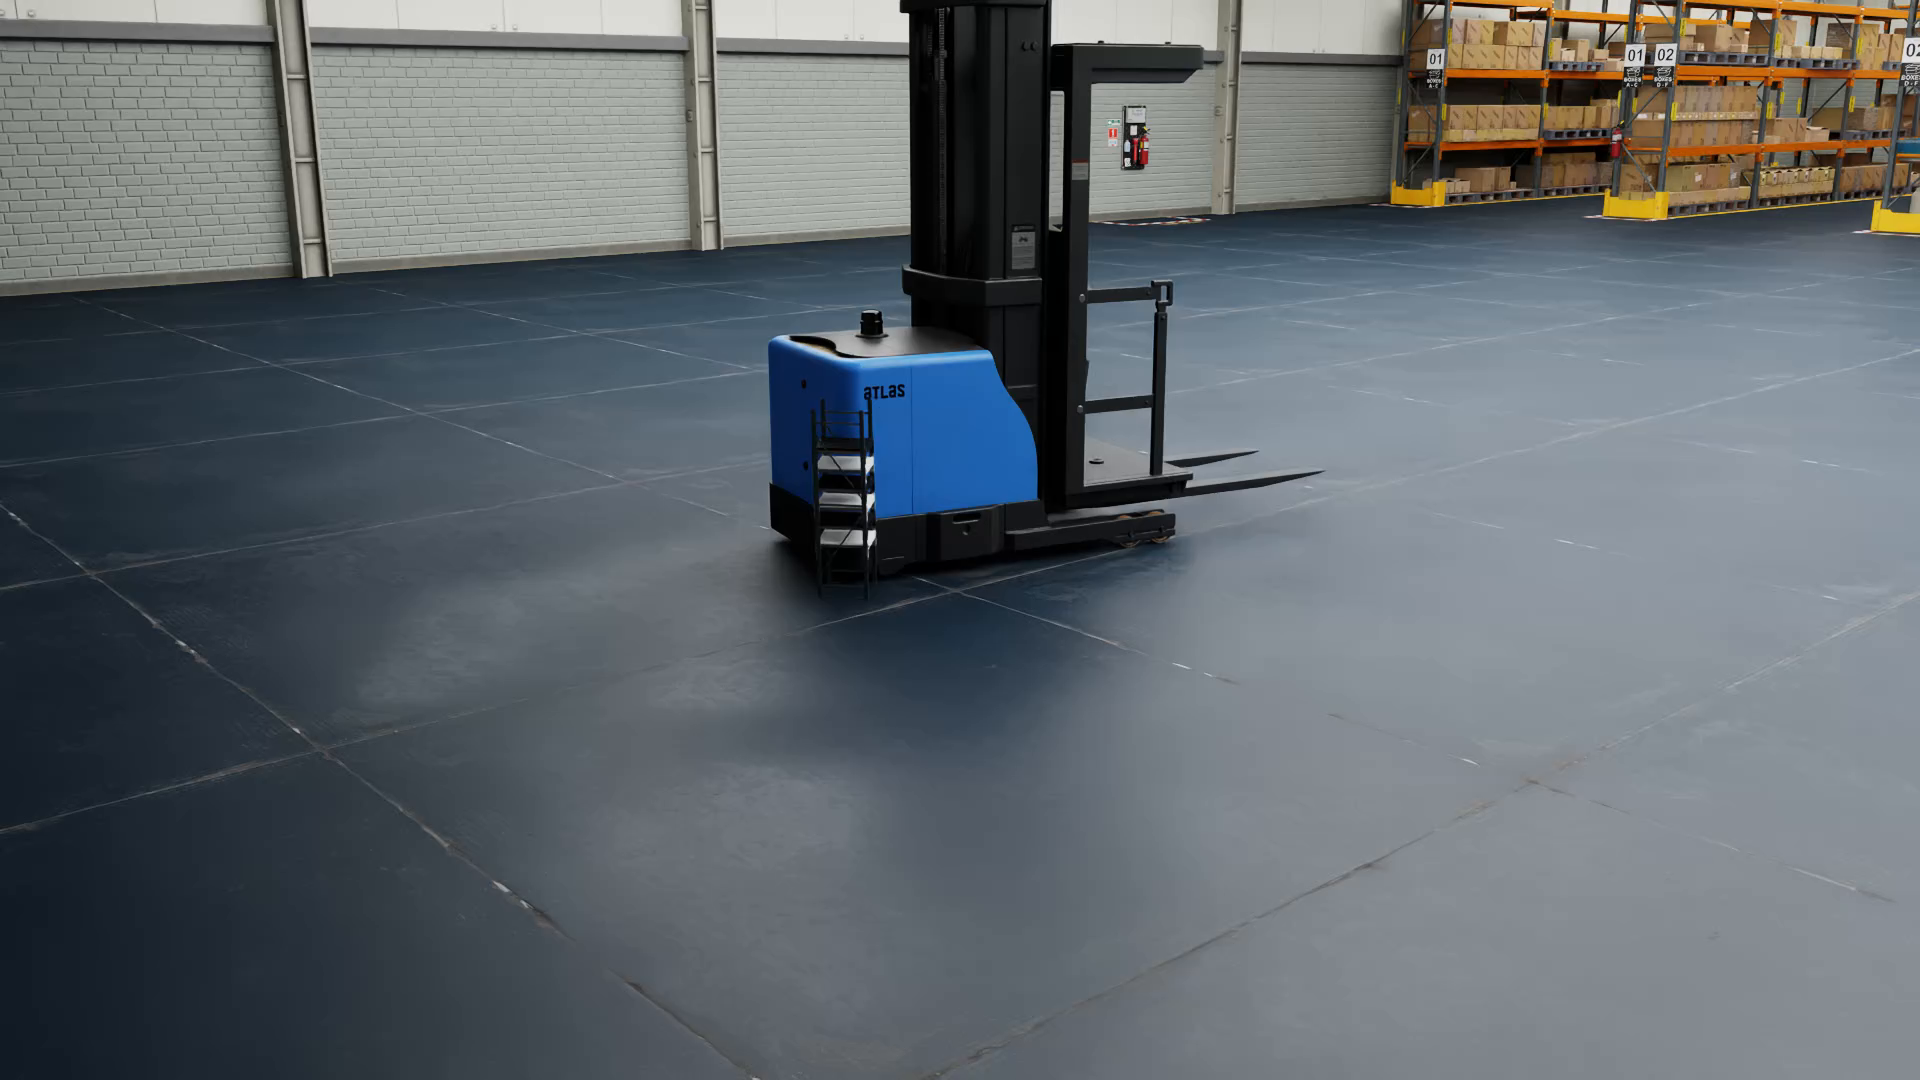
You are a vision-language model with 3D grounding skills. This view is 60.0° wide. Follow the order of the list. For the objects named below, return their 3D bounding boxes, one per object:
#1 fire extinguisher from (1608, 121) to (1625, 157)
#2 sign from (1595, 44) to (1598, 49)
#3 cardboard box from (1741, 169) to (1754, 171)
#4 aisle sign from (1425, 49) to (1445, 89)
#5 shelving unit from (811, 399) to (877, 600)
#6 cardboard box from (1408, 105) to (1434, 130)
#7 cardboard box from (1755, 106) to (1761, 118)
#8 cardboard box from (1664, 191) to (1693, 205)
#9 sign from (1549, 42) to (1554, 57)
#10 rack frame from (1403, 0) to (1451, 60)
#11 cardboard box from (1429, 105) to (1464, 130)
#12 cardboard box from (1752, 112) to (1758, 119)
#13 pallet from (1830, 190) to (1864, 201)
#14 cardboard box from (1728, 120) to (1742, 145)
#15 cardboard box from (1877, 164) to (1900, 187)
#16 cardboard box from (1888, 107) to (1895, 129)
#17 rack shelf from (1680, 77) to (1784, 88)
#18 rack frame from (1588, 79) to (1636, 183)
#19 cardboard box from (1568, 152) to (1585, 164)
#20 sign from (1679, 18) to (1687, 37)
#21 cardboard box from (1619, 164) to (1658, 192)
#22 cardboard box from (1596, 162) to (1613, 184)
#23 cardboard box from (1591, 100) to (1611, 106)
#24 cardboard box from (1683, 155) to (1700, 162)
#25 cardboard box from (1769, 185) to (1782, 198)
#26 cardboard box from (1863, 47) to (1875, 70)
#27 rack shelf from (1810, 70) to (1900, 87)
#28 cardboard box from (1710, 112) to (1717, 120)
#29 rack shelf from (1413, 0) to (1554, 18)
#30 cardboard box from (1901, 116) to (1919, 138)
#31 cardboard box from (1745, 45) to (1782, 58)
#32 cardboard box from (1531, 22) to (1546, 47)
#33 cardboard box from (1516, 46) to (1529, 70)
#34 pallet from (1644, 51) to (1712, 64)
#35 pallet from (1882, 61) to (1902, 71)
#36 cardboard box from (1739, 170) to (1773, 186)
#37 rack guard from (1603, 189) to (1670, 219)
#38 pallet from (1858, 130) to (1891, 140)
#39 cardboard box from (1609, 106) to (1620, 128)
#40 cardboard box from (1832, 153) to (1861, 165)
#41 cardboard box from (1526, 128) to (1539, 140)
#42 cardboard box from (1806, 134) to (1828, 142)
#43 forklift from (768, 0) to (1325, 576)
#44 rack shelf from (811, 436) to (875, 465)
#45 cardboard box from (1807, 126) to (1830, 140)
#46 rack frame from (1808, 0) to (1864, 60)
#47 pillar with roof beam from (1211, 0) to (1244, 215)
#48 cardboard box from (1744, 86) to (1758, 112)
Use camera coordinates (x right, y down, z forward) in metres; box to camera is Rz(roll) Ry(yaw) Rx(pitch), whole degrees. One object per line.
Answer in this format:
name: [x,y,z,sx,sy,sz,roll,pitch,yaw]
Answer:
fire extinguisher: [12.630,-7.715,31.969,0.183,0.674,0.296,-13,19,-39]
sign: [15.446,-11.847,40.322,0.005,0.325,0.100,-13,19,-39]
cardboard box: [16.547,-7.718,35.261,0.500,0.311,0.500,-12,19,-38]
aisle sign: [9.912,-9.831,34.703,0.004,0.787,0.394,-13,19,-39]
shelving unit: [-0.533,-0.187,7.685,0.258,0.900,0.210,2,19,7]
cardboard box: [9.985,-9.066,35.677,0.500,0.500,0.500,-13,20,-40]
cardboard box: [20.919,-11.287,44.611,0.700,0.700,0.980,-13,20,-40]
cardboard box: [13.949,-6.689,32.494,0.500,0.250,0.500,-13,19,-39]
sign: [13.149,-10.918,36.996,0.005,0.325,0.100,-13,19,-39]
rack frame: [9.769,-11.544,34.529,0.127,3.000,1.000,-13,19,-39]
cardboard box: [10.327,-8.967,35.307,0.500,0.500,0.500,-13,19,-39]
cardboard box: [15.977,-8.633,33.807,0.250,0.149,0.380,-13,20,-39]
pallet: [19.647,-7.809,37.575,1.213,0.211,1.003,-13,19,-39]
cardboard box: [15.317,-8.240,33.594,0.500,0.500,0.700,-13,20,-40]
cardboard box: [21.514,-8.498,38.742,0.500,0.500,0.500,-13,19,-39]
cardboard box: [21.572,-9.929,39.101,0.700,0.500,0.500,8,17,28]
rack shelf: [20.330,-12.119,43.888,4.000,0.370,1.077,-13,19,-39]
rack frame: [15.804,-10.001,40.377,0.127,3.000,1.000,-13,19,-39]
cardboard box: [14.439,-9.063,39.406,0.500,0.250,0.500,-13,20,-40]
sign: [13.384,-9.482,30.777,0.005,0.325,0.100,-13,19,-39]
cardboard box: [13.233,-7.067,32.456,0.500,0.500,0.500,-13,19,-39]
cardboard box: [15.295,-8.873,40.148,0.500,0.500,0.700,-12,19,-39]
cardboard box: [15.331,-10.453,39.768,0.380,0.149,0.250,12,19,38]
cardboard box: [18.417,-9.707,42.630,0.750,0.750,0.750,-12,19,-39]
cardboard box: [16.895,-7.340,34.931,0.500,0.250,0.500,-12,19,-38]
cardboard box: [19.750,-10.701,36.993,0.500,0.500,0.910,-13,19,-39]
rack shelf: [20.567,-10.477,37.743,4.000,0.370,1.077,-13,19,-39]
cardboard box: [14.621,-8.328,32.665,0.250,0.149,0.380,-12,19,-39]
rack shelf: [11.278,-11.533,35.891,4.000,0.370,1.077,-13,19,-39]
cardboard box: [22.640,-9.796,39.417,0.500,0.500,0.500,-12,19,-38]
cardboard box: [16.512,-10.041,34.194,0.500,0.250,0.500,-10,18,-34]
cardboard box: [12.587,-11.175,36.793,0.500,0.500,0.500,14,20,42]
cardboard box: [12.178,-10.613,36.626,0.500,0.500,0.500,14,20,42]
pallet: [13.574,-9.203,31.749,1.213,0.211,1.003,-13,19,-39]
pallet: [20.758,-10.800,37.920,1.003,0.211,1.213,-13,19,-39]
cardboard box: [16.516,-7.526,34.541,0.500,0.311,0.500,-13,19,-39]
rack guard: [13.006,-6.470,32.002,0.348,0.500,1.175,-13,19,-39]
pallet: [20.523,-9.274,38.030,1.213,0.211,1.003,-13,19,-39]
cardboard box: [15.456,-10.180,40.002,0.700,0.500,0.500,13,20,40]
cardboard box: [20.419,-8.793,38.393,0.500,0.250,0.500,-13,20,-40]
cardboard box: [12.628,-9.121,37.335,0.500,0.250,0.500,-13,19,-39]
cardboard box: [18.562,-8.709,36.029,0.250,0.149,0.380,-13,19,-39]
forklift: [0.555,-1.490,8.648,3.031,2.935,1.130,-8,17,-26]
rack shelf: [-0.535,-0.412,7.609,0.258,0.077,0.200,2,19,7]
cardboard box: [18.756,-8.941,36.581,0.500,0.311,0.500,-11,19,-36]
rack frame: [19.059,-11.935,35.995,0.127,3.000,1.000,-13,19,-39]
pillar with roof beam: [8.029,-9.976,28.661,0.400,9.000,9.100,-13,19,-39]
cardboard box: [15.711,-8.958,33.766,0.500,0.500,0.700,-13,19,-39]
